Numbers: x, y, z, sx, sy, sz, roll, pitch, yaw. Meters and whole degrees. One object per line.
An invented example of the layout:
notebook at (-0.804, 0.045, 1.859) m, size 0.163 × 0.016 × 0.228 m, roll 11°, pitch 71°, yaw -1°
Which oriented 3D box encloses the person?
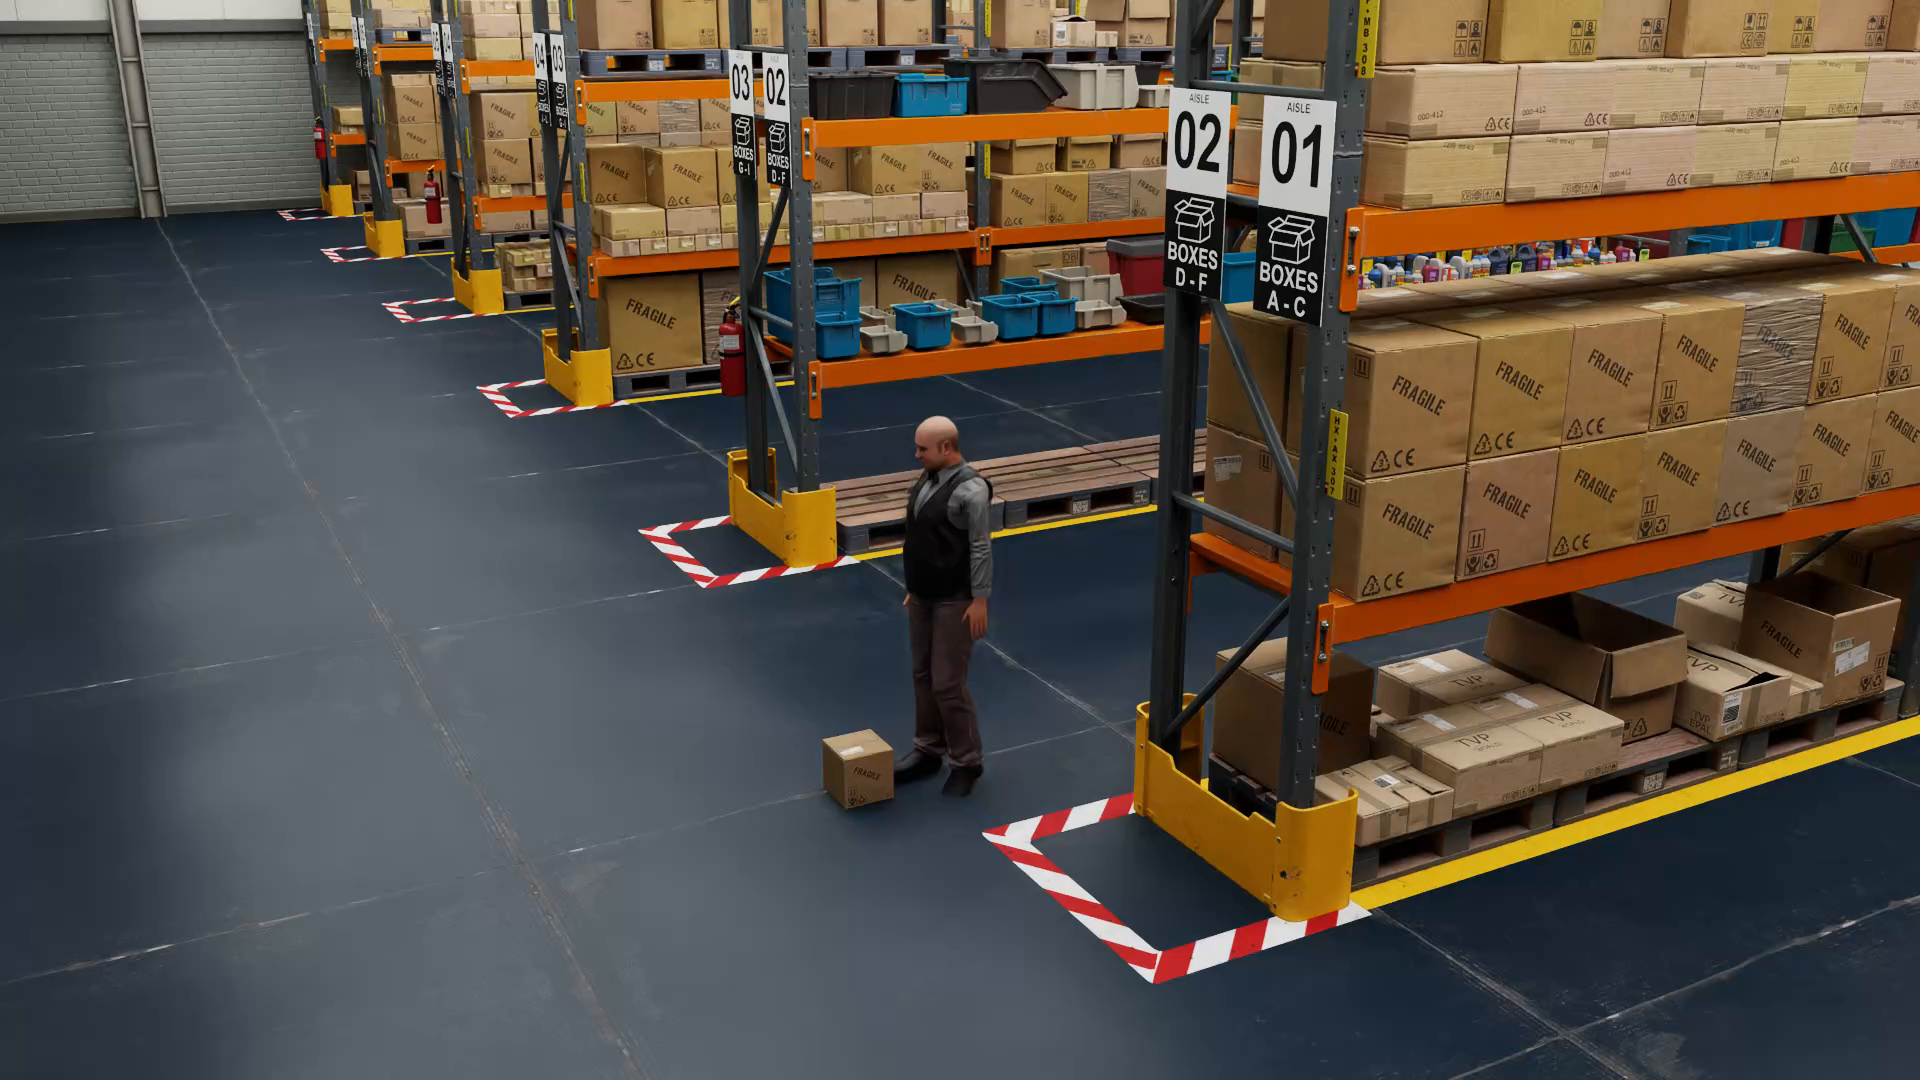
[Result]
person at (-0.119, 0.319, 7.702) m, size 0.477 × 1.798 × 0.585 m, roll -10°, pitch 21°, yaw -28°
